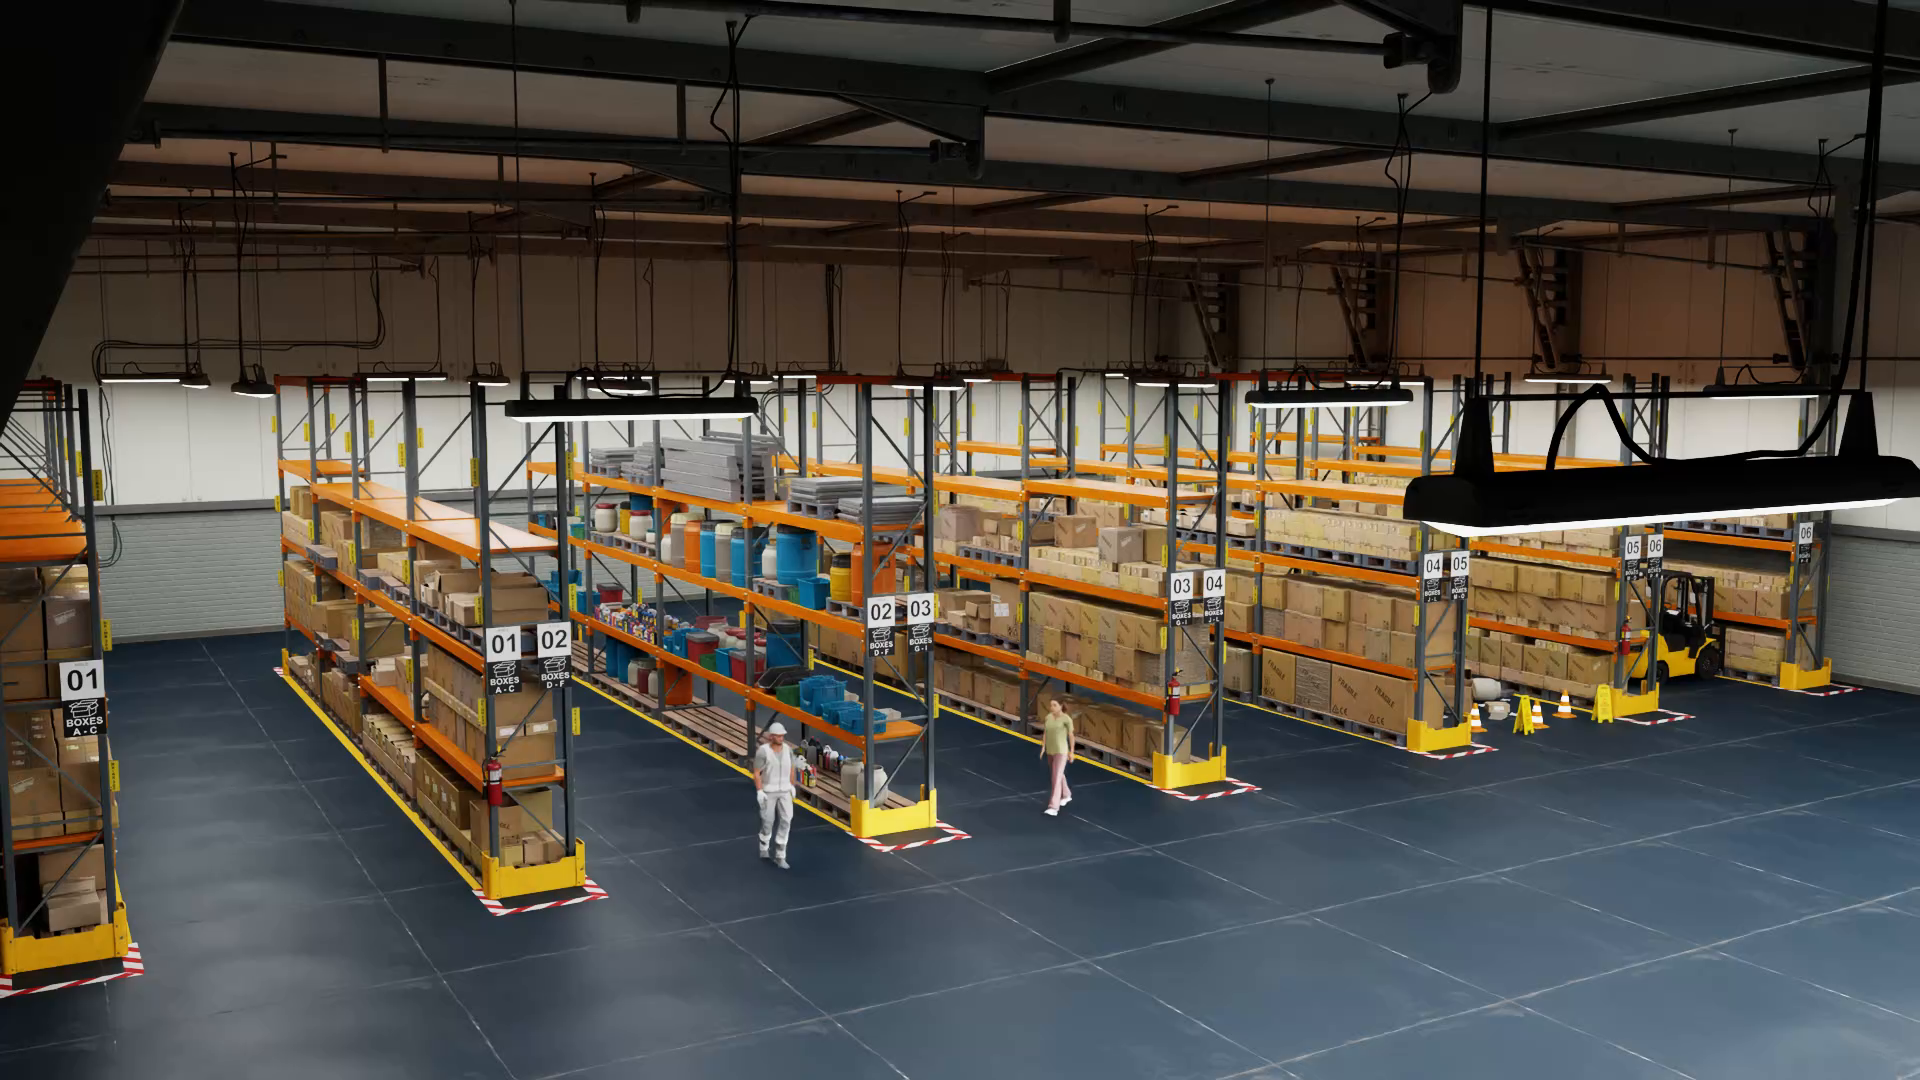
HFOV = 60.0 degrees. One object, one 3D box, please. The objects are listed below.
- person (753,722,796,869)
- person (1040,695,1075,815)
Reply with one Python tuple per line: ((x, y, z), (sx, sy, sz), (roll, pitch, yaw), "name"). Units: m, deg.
((-2.297, 3.194, 20.874), (0.616, 1.822, 0.656), (-4, 7, -30), "person")
((1.347, 2.977, 23.242), (0.445, 1.649, 0.868), (6, 9, 43), "person")
